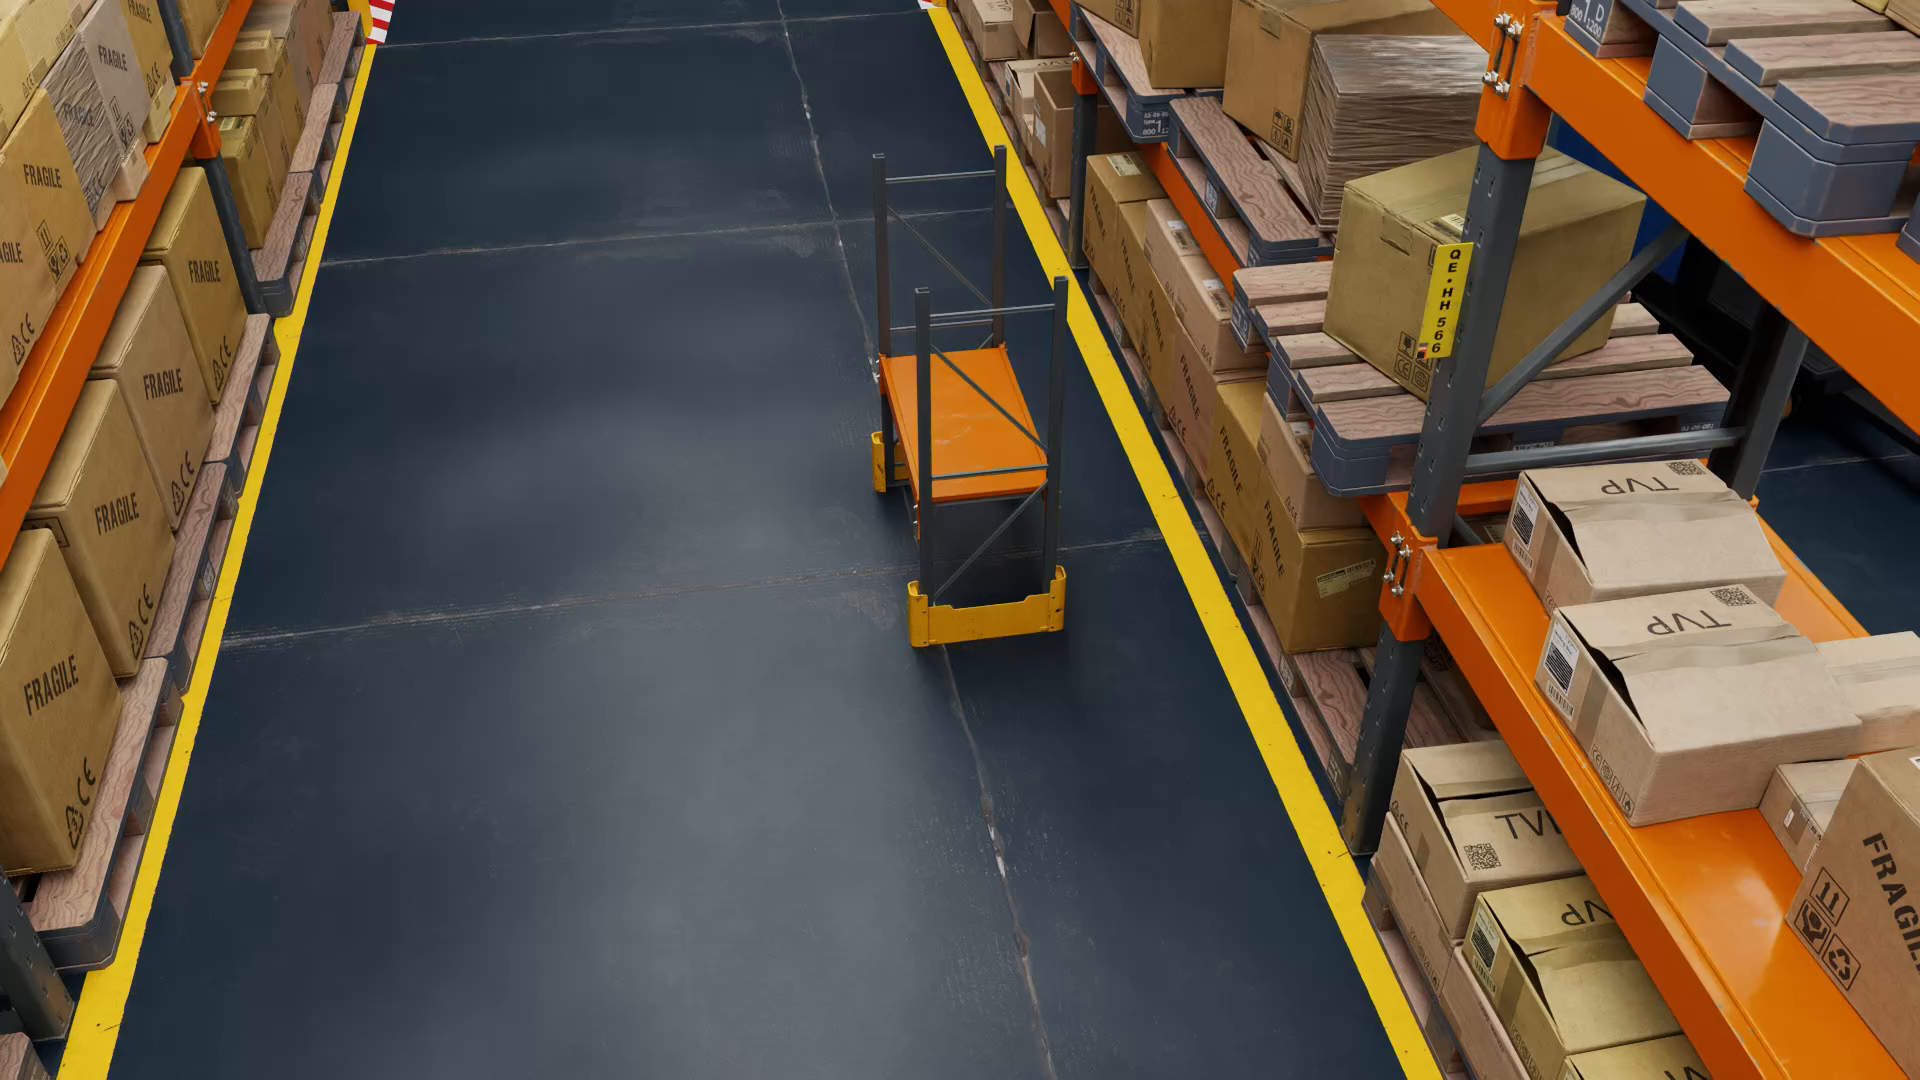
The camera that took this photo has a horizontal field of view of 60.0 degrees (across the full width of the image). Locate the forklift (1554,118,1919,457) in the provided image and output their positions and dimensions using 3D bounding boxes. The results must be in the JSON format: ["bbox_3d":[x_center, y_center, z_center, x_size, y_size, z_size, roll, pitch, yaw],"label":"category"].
[{"bbox_3d":[3.978,-1.969,6.895,1.130,2.935,3.031,-13,40,-17],"label":"forklift"}]

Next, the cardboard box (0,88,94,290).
[{"bbox_3d":[-3.219,-1.120,5.407,0.500,0.500,0.500,-5,38,-7],"label":"cardboard box"}]

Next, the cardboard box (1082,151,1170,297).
[{"bbox_3d":[0.902,-1.523,7.944,0.500,0.500,0.500,-8,39,-10],"label":"cardboard box"}]

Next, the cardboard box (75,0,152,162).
[{"bbox_3d":[-3.391,-1.726,6.186,0.500,0.500,0.500,-6,38,-8],"label":"cardboard box"}]

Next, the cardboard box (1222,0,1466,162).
[{"bbox_3d":[1.427,-1.800,6.198,0.700,0.500,0.500,-16,41,-19],"label":"cardboard box"}]

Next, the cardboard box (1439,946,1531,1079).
[{"bbox_3d":[1.650,1.333,4.489,0.500,0.250,0.500,-7,38,-9],"label":"cardboard box"}]

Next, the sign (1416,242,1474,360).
[{"bbox_3d":[1.226,-0.601,4.199,0.100,0.325,0.005,-6,38,-8],"label":"sign"}]

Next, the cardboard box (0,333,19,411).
[{"bbox_3d":[-3.034,-0.507,4.617,0.500,0.500,0.500,-5,38,-6],"label":"cardboard box"}]

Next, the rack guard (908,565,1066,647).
[{"bbox_3d":[0.101,0.248,6.227,0.587,0.250,0.087,-6,38,-8],"label":"rack guard"}]

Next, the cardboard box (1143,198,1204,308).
[{"bbox_3d":[1.077,-1.215,6.937,0.500,0.250,0.500,-6,38,-8],"label":"cardboard box"}]

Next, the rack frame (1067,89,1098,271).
[{"bbox_3d":[1.057,-2.655,7.722,1.000,3.000,0.127,-6,38,-8],"label":"rack frame"}]

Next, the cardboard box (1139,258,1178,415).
[{"bbox_3d":[1.087,-0.899,7.142,0.500,0.500,0.500,-6,38,-7],"label":"cardboard box"}]

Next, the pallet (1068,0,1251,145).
[{"bbox_3d":[1.090,-2.085,7.145,1.003,0.211,1.213,-6,38,-8],"label":"pallet"}]

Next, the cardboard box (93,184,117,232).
[{"bbox_3d":[-3.331,-1.235,6.084,0.380,0.149,0.250,-6,38,-8],"label":"cardboard box"}]

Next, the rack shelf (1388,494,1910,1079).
[{"bbox_3d":[2.109,1.253,3.278,1.077,0.370,4.000,-6,38,-8],"label":"rack shelf"}]

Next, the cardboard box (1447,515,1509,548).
[{"bbox_3d":[1.862,-0.047,6.044,0.500,0.500,0.500,-8,38,-10],"label":"cardboard box"}]

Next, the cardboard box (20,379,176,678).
[{"bbox_3d":[-3.265,-0.009,5.726,0.750,0.750,0.750,-6,38,-8],"label":"cardboard box"}]

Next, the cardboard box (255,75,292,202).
[{"bbox_3d":[-3.934,-2.065,8.658,0.700,0.500,0.500,-7,38,-8],"label":"cardboard box"}]

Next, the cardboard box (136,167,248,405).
[{"bbox_3d":[-3.577,-1.058,7.077,0.750,0.750,0.750,-6,38,-7],"label":"cardboard box"}]

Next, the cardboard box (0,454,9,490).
[{"bbox_3d":[-2.947,-0.159,4.698,0.380,0.149,0.250,-5,38,-7],"label":"cardboard box"}]

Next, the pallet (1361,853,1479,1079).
[{"bbox_3d":[1.864,1.364,4.822,1.003,0.211,1.213,-6,38,-8],"label":"pallet"}]

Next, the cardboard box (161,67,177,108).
[{"bbox_3d":[-3.481,-1.855,6.881,0.380,0.149,0.250,-6,38,-8],"label":"cardboard box"}]

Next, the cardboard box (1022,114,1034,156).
[{"bbox_3d":[0.553,-2.236,9.149,0.380,0.149,0.250,-6,38,-8],"label":"cardboard box"}]

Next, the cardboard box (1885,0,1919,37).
[{"bbox_3d":[2.003,-0.947,2.859,0.500,0.250,0.500,-5,38,-7],"label":"cardboard box"}]

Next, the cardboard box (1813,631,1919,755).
[{"bbox_3d":[2.188,0.374,4.028,0.380,0.149,0.250,-6,38,-8],"label":"cardboard box"}]

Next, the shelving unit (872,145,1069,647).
[{"bbox_3d":[0.013,-0.546,6.231,0.587,1.500,1.083,-6,38,-8],"label":"shelving unit"}]

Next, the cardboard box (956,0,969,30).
[{"bbox_3d":[0.259,-3.498,10.690,0.500,0.250,0.500,-6,38,-8],"label":"cardboard box"}]

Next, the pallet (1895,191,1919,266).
[{"bbox_3d":[2.164,-0.273,2.366,1.003,0.211,1.213,-5,38,-6],"label":"pallet"}]

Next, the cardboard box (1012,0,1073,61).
[{"bbox_3d":[0.723,-2.977,9.813,0.797,0.503,0.637,-6,38,-8],"label":"cardboard box"}]

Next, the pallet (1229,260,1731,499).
[{"bbox_3d":[1.570,-0.565,5.188,1.213,0.211,1.003,-6,38,-8],"label":"pallet"}]

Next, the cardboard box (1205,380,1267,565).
[{"bbox_3d":[1.273,-0.278,6.341,0.500,0.500,0.500,-8,38,-10],"label":"cardboard box"}]

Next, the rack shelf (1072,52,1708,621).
[{"bbox_3d":[1.408,-1.163,6.388,1.077,0.370,4.000,-6,38,-8],"label":"rack shelf"}]

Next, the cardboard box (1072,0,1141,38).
[{"bbox_3d":[0.920,-2.550,7.163,0.700,0.500,0.500,-19,42,-23],"label":"cardboard box"}]

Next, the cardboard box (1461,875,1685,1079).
[{"bbox_3d":[1.661,1.124,4.300,0.500,0.311,0.500,-7,38,-9],"label":"cardboard box"}]

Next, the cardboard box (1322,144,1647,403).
[{"bbox_3d":[1.537,-0.812,4.927,0.700,0.500,0.500,-19,42,-23],"label":"cardboard box"}]

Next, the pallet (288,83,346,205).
[{"bbox_3d":[-4.093,-2.225,9.442,1.003,0.211,1.213,-6,38,-8],"label":"pallet"}]

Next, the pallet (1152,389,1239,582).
[{"bbox_3d":[1.454,-0.328,7.000,1.003,0.211,1.213,-6,38,-8],"label":"pallet"}]

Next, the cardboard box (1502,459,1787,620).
[{"bbox_3d":[1.779,0.021,4.351,0.500,0.311,0.500,-4,38,-5],"label":"cardboard box"}]

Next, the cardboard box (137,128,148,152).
[{"bbox_3d":[-3.413,-1.544,6.480,0.380,0.149,0.250,-5,38,-7],"label":"cardboard box"}]

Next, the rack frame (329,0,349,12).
[{"bbox_3d":[-4.521,-4.536,10.143,1.000,3.000,0.127,-6,38,-8],"label":"rack frame"}]

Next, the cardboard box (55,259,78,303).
[{"bbox_3d":[-3.267,-0.921,5.679,0.380,0.149,0.250,-5,38,-7],"label":"cardboard box"}]

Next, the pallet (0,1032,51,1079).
[{"bbox_3d":[-2.983,1.870,4.171,1.003,0.211,1.213,-6,38,-8],"label":"pallet"}]

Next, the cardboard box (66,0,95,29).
[{"bbox_3d":[-3.405,-2.016,5.949,0.500,0.250,0.500,-5,38,-7],"label":"cardboard box"}]

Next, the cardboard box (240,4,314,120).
[{"bbox_3d":[-4.123,-2.696,9.471,0.700,0.500,0.500,-7,38,-9],"label":"cardboard box"}]

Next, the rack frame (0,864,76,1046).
[{"bbox_3d":[-3.118,0.296,3.924,1.000,3.000,0.127,-6,38,-8],"label":"rack frame"}]

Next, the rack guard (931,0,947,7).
[{"bbox_3d":[0.369,-4.038,11.540,1.175,0.500,0.348,-6,38,-8],"label":"rack guard"}]

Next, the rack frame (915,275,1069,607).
[{"bbox_3d":[0.104,-0.234,5.828,0.500,1.500,0.032,-6,38,-8],"label":"rack frame"}]

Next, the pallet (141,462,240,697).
[{"bbox_3d":[-3.393,0.178,6.349,1.003,0.211,1.213,-6,38,-8],"label":"pallet"}]

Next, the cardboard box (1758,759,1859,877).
[{"bbox_3d":[2.037,0.625,3.706,0.380,0.149,0.250,-4,38,-5],"label":"cardboard box"}]

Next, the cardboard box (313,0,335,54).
[{"bbox_3d":[-4.299,-3.302,10.251,0.700,0.500,0.500,-6,38,-8],"label":"cardboard box"}]

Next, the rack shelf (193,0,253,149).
[{"bbox_3d":[-4.170,-3.044,8.809,1.077,0.370,4.000,-6,38,-8],"label":"rack shelf"}]

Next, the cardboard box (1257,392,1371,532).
[{"bbox_3d":[1.349,-0.295,5.752,0.500,0.250,0.500,-5,38,-6],"label":"cardboard box"}]

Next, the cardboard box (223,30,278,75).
[{"bbox_3d":[-3.822,-2.559,8.765,0.380,0.149,0.250,-7,38,-9],"label":"cardboard box"}]

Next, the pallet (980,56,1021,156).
[{"bbox_3d":[0.720,-2.707,10.062,1.003,0.211,1.213,-6,38,-8],"label":"pallet"}]
